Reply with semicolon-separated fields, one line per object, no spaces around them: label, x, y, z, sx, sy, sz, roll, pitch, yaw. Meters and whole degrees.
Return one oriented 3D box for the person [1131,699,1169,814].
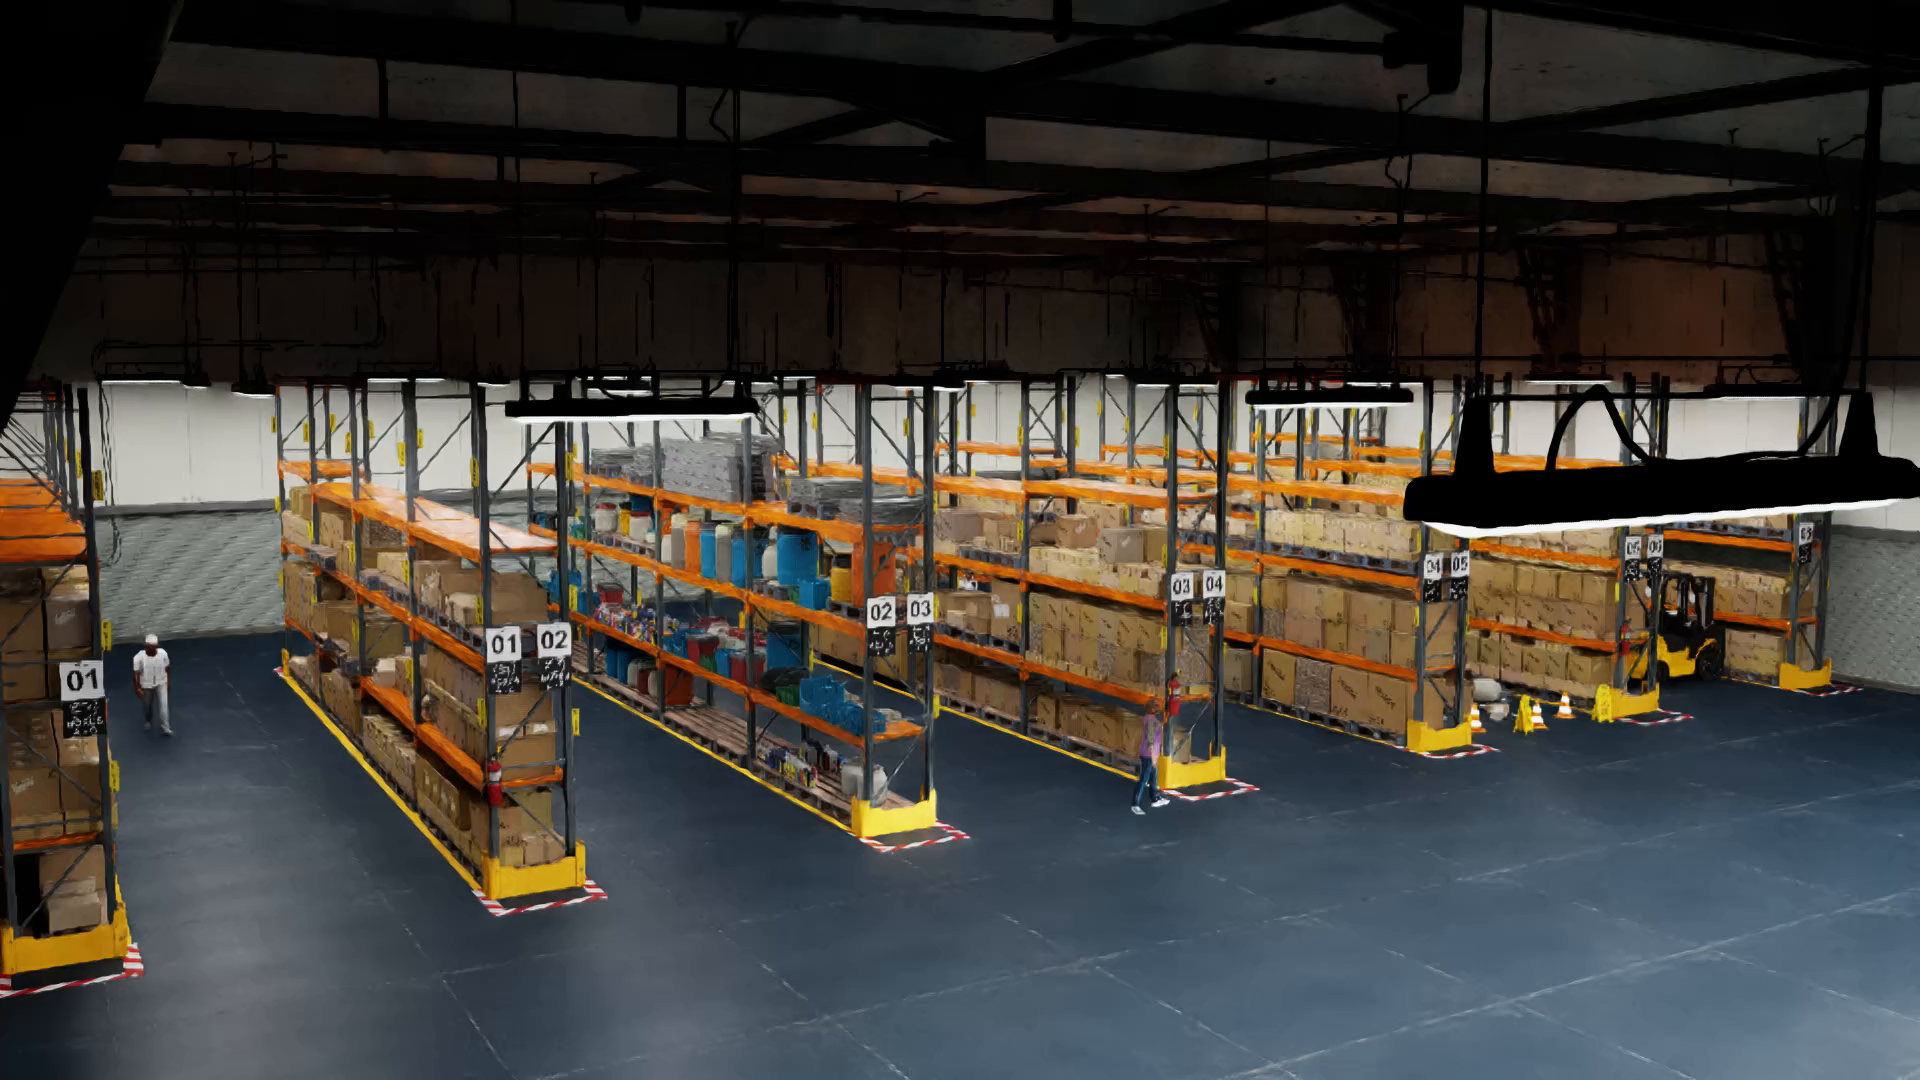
person;2.661;3.000;23.222;0.531;1.571;0.636;1;6;7

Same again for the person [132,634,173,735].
person;-13.595;2.407;28.000;0.583;1.674;1.111;-4;7;-31

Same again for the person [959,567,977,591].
person;0.158;1.399;37.324;0.540;1.676;1.130;-4;7;-32
